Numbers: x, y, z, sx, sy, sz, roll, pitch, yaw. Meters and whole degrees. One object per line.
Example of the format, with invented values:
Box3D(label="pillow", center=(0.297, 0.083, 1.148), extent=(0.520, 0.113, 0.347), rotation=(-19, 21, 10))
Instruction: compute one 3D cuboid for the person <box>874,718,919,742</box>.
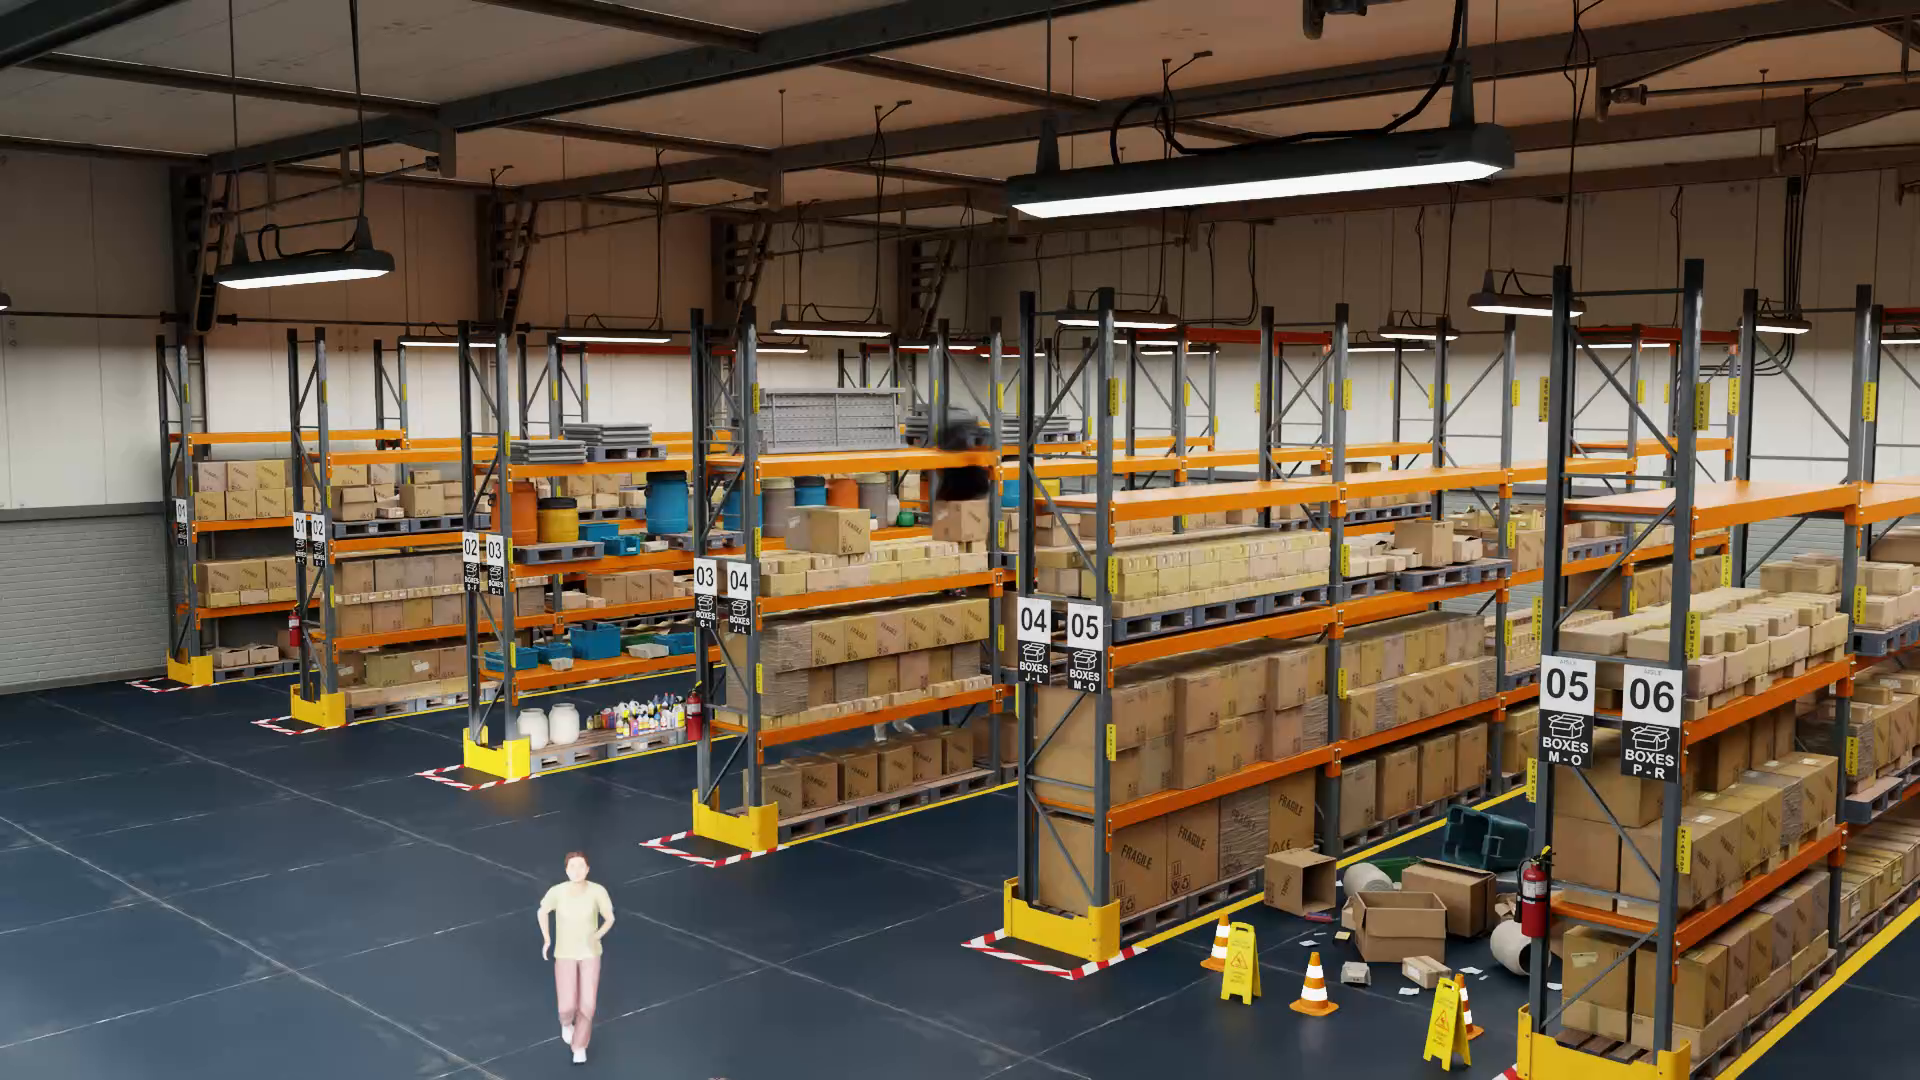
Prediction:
Box3D(label="person", center=(-0.922, 2.144, 22.645), extent=(0.667, 1.768, 0.958), rotation=(4, 7, 38))

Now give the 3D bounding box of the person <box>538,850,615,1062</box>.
Box3D(label="person", center=(-2.910, 3.169, 12.647), extent=(0.575, 1.627, 0.540), rotation=(-1, 6, -14))
